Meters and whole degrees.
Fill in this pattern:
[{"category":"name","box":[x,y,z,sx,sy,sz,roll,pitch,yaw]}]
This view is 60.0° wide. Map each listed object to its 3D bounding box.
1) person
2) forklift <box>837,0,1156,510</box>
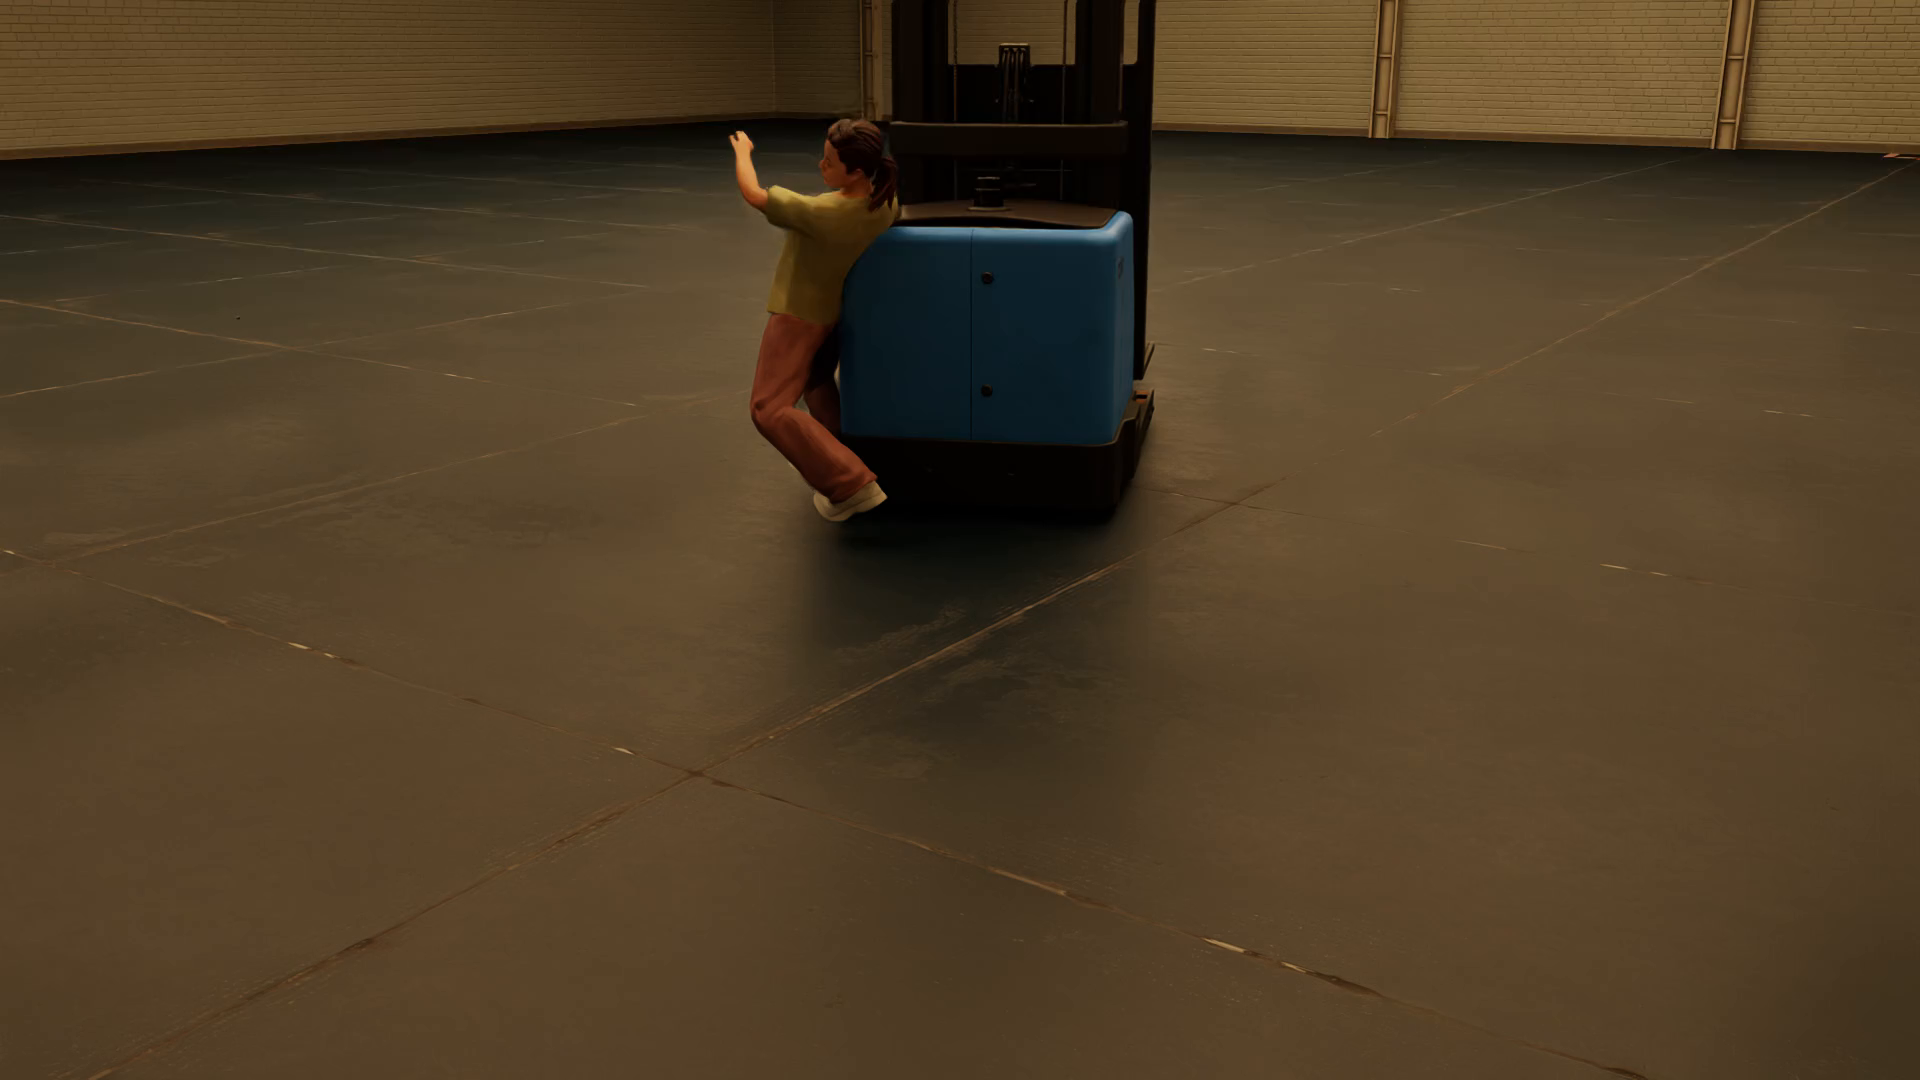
[{"category":"person","box":[-0.468,-0.841,6.176,0.740,1.438,0.961,6,18,20]},{"category":"forklift","box":[0.301,-1.893,7.165,1.130,2.935,3.031,3,17,10]}]
